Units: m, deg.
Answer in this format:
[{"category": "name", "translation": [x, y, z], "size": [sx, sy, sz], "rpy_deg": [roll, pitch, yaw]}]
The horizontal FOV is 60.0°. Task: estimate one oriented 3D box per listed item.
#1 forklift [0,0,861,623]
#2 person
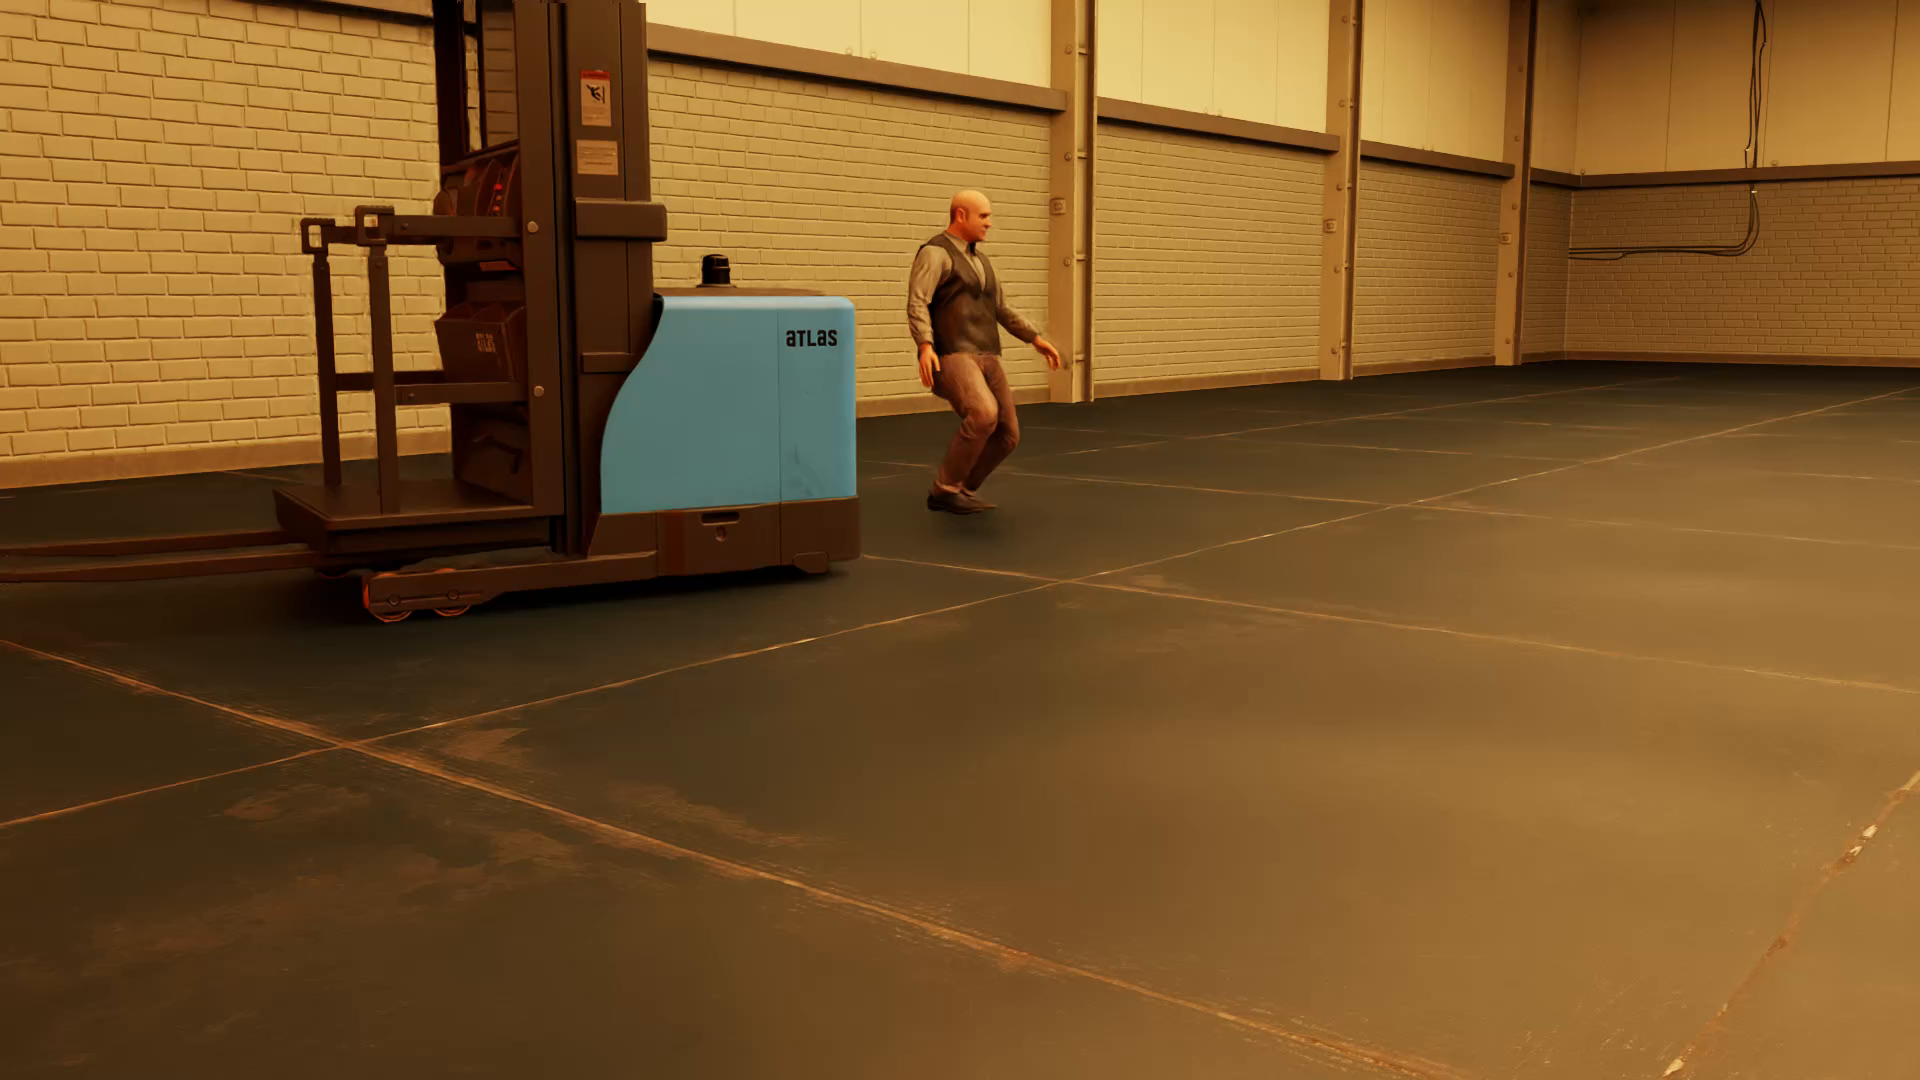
[{"category": "forklift", "translation": [-1.916, -1.263, 5.910], "size": [3.031, 2.935, 1.130], "rpy_deg": [-5, 10, -31]}, {"category": "person", "translation": [0.068, -0.874, 8.011], "size": [0.673, 1.599, 0.937], "rpy_deg": [6, 10, 34]}]
